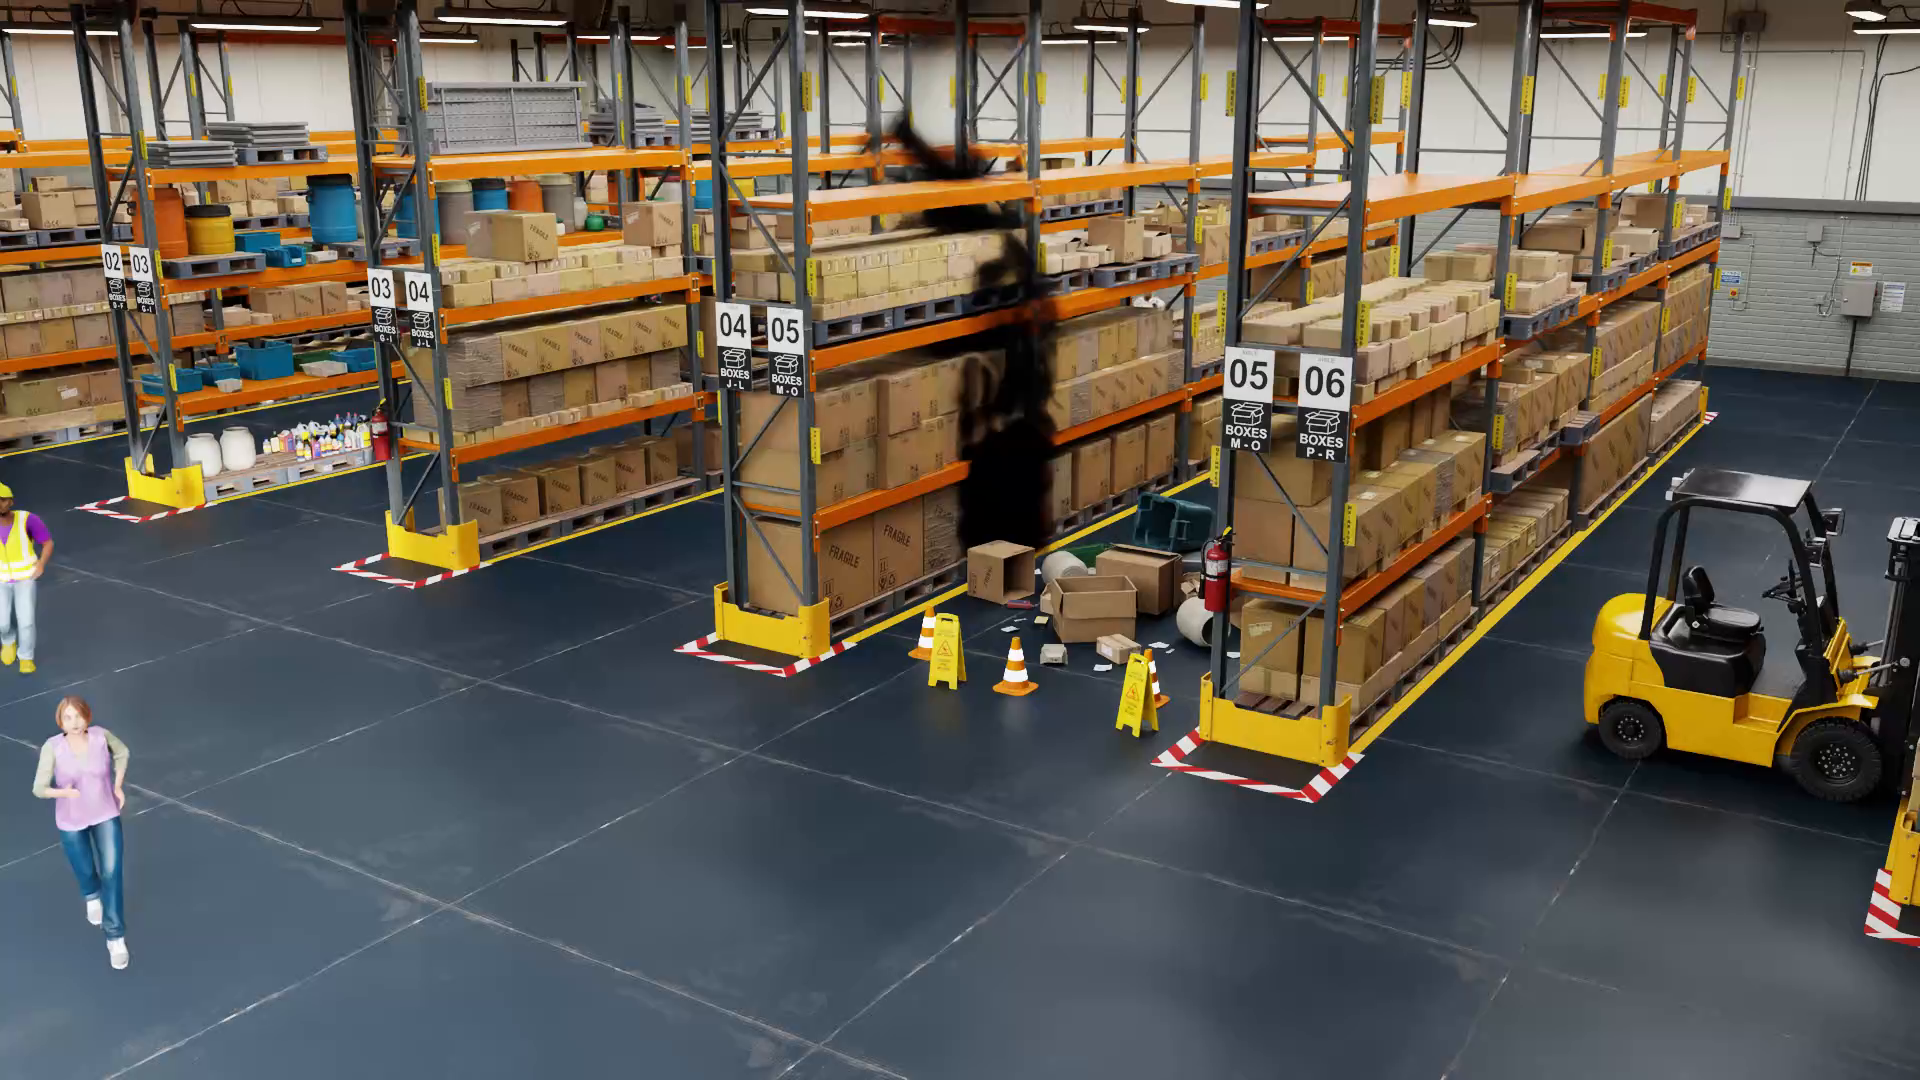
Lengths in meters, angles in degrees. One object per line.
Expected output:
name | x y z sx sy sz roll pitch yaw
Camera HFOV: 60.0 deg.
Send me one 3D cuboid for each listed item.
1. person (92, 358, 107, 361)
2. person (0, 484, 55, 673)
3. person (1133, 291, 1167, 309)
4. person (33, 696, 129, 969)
person | -13.750 -2.919 26.691 0.549 1.615 0.558 7 17 22
person | -8.405 0.341 14.769 0.712 1.730 0.575 -8 17 -27
person | 3.220 -3.570 28.695 0.665 1.759 0.974 8 17 26
person | -5.251 1.706 10.032 0.532 1.604 0.799 -9 18 -28
